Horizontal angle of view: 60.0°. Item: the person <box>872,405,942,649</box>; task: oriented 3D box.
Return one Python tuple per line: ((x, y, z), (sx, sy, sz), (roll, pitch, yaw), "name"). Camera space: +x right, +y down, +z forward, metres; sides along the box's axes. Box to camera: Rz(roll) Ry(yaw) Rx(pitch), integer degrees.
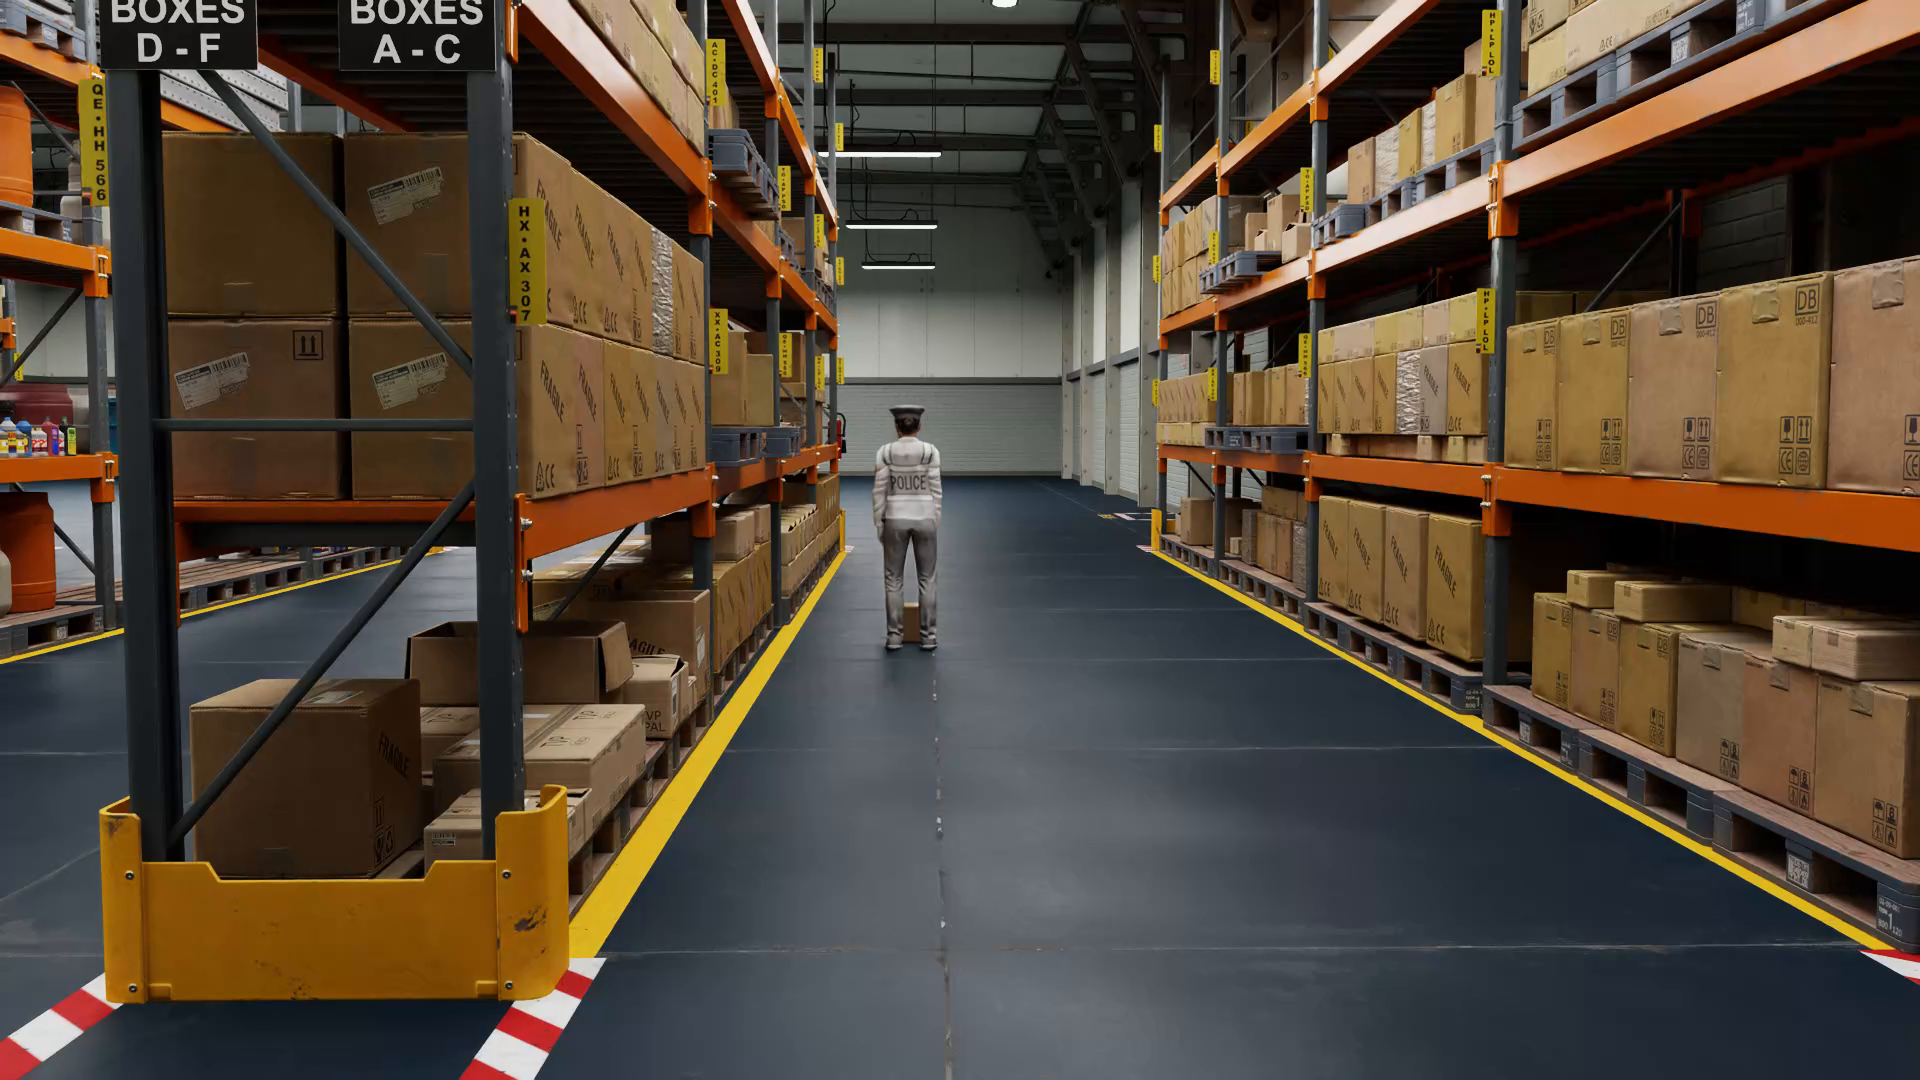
((-0.358, -0.082, 11.289), (0.475, 1.661, 0.327), (0, 4, 0), "person")
